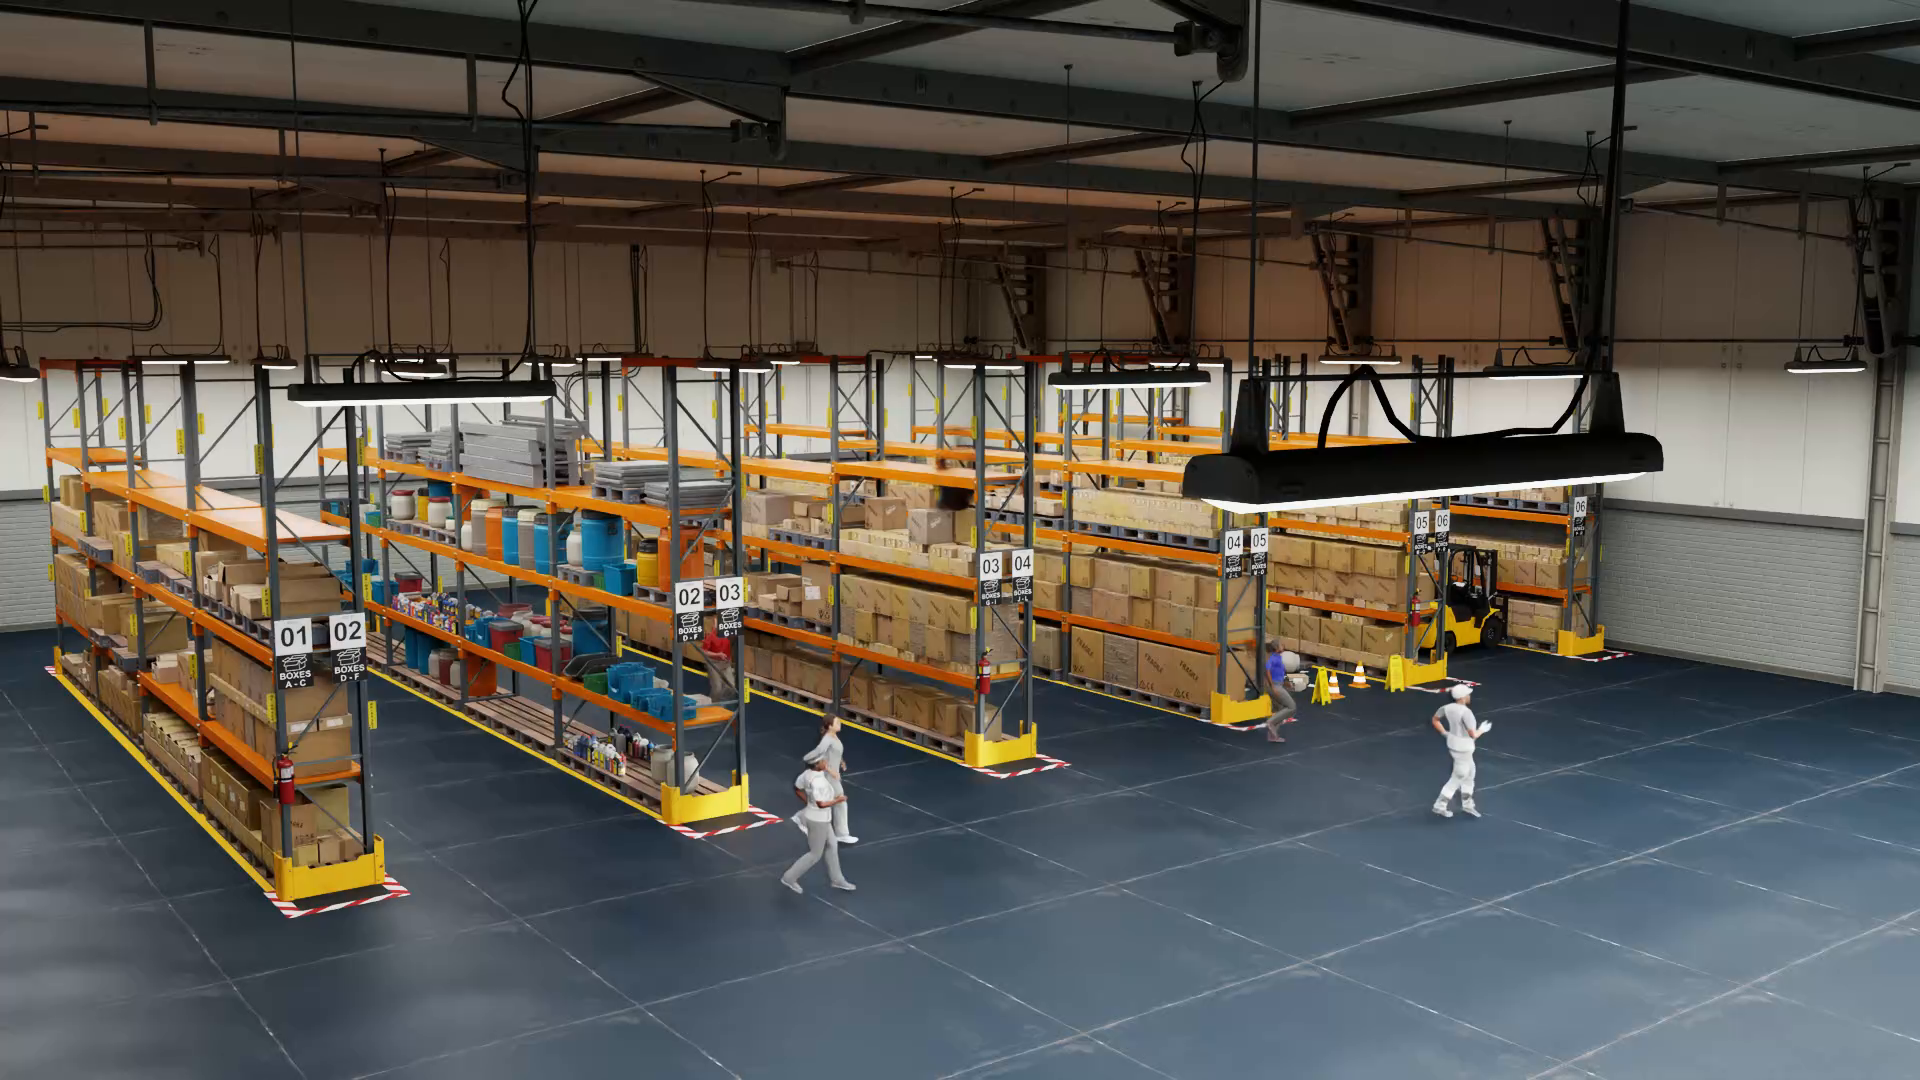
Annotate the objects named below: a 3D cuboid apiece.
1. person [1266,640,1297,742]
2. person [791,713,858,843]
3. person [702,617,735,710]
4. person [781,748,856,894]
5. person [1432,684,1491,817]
[{"bbox_3d":[5.084,2.383,26.390,0.504,1.592,0.593,1,7,6],"label":"person"},{"bbox_3d":[-1.710,2.990,20.927,0.840,1.662,0.567,0,7,0],"label":"person"},{"bbox_3d":[-4.000,2.141,27.952,0.645,1.702,0.640,7,10,44],"label":"person"},{"bbox_3d":[-1.620,3.200,18.935,0.876,1.694,0.581,-2,7,-13],"label":"person"},{"bbox_3d":[6.592,2.804,21.908,0.765,1.832,0.614,-1,7,-9],"label":"person"}]
